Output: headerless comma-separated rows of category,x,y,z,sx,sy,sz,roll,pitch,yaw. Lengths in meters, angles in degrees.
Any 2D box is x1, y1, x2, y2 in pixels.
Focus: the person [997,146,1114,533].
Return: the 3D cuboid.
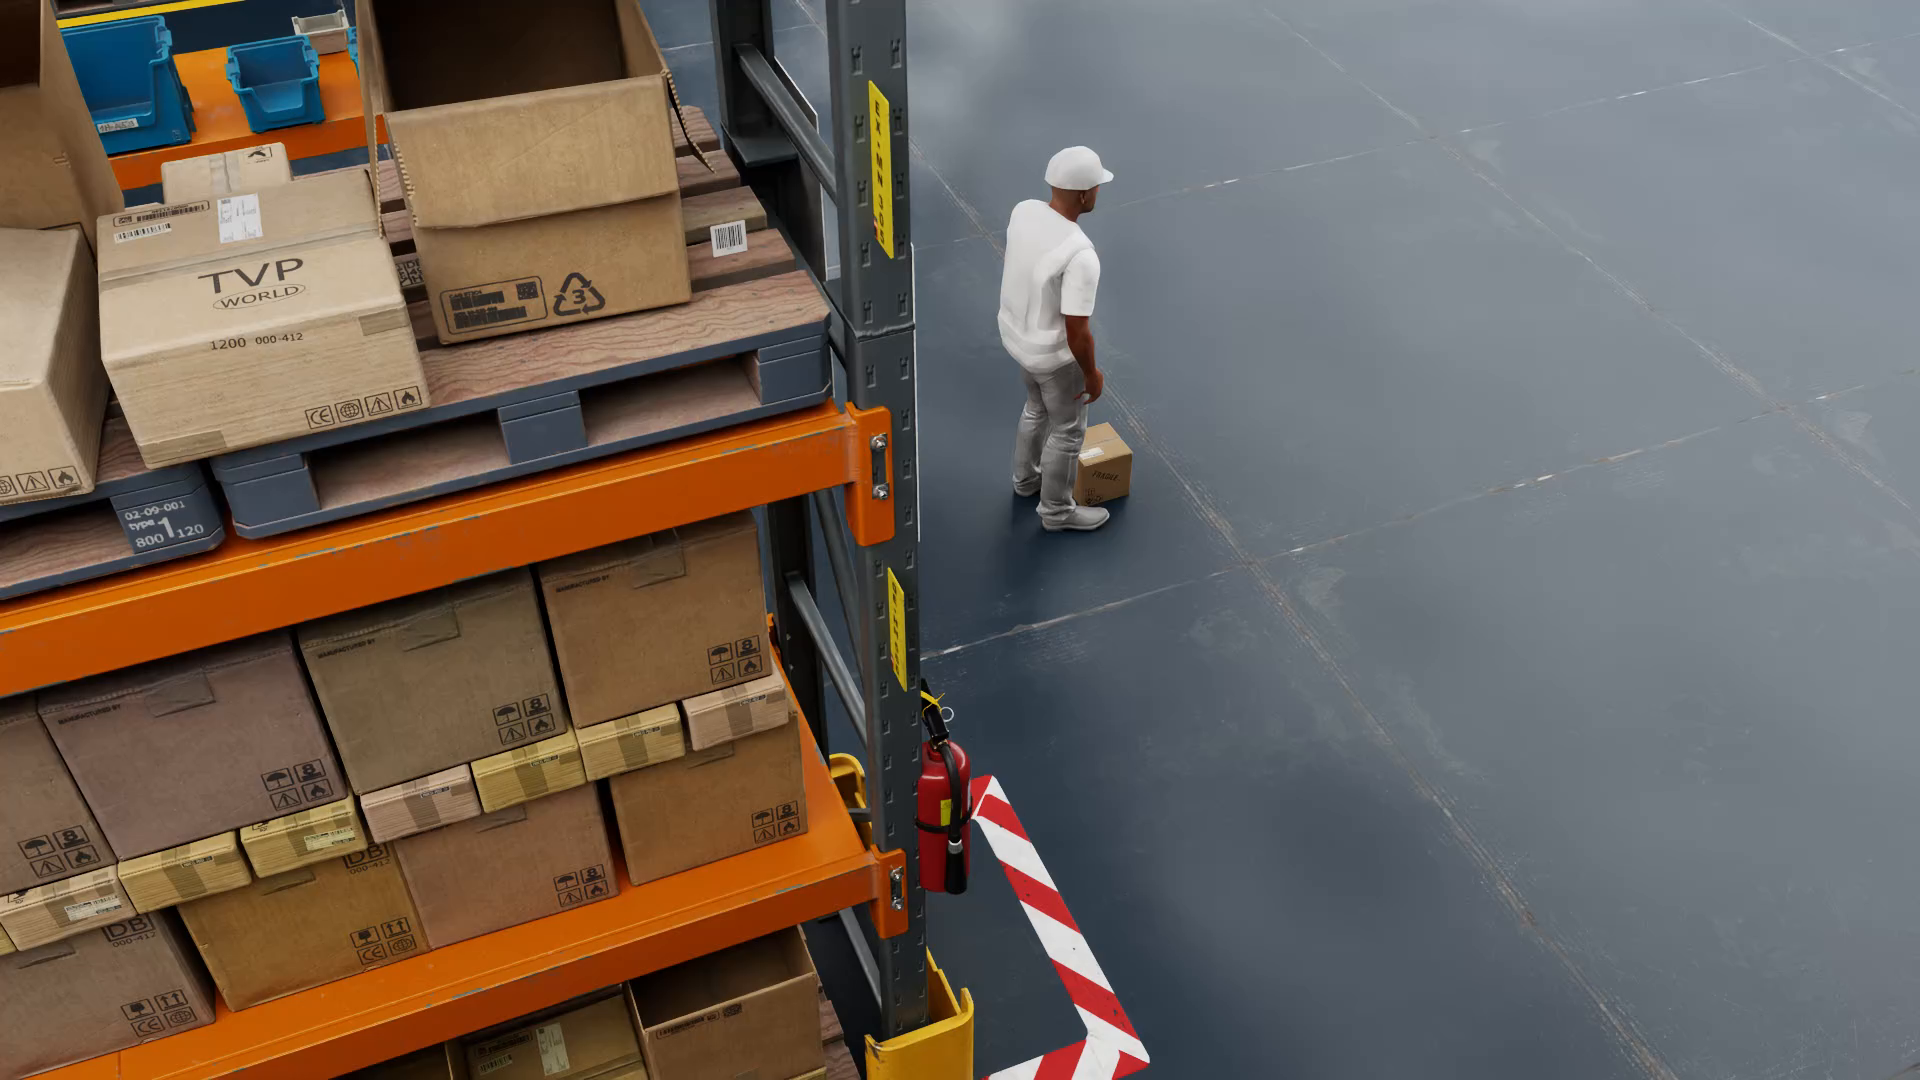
person,0.412,-0.853,7.111,0.462,1.759,0.633,-18,45,-19
